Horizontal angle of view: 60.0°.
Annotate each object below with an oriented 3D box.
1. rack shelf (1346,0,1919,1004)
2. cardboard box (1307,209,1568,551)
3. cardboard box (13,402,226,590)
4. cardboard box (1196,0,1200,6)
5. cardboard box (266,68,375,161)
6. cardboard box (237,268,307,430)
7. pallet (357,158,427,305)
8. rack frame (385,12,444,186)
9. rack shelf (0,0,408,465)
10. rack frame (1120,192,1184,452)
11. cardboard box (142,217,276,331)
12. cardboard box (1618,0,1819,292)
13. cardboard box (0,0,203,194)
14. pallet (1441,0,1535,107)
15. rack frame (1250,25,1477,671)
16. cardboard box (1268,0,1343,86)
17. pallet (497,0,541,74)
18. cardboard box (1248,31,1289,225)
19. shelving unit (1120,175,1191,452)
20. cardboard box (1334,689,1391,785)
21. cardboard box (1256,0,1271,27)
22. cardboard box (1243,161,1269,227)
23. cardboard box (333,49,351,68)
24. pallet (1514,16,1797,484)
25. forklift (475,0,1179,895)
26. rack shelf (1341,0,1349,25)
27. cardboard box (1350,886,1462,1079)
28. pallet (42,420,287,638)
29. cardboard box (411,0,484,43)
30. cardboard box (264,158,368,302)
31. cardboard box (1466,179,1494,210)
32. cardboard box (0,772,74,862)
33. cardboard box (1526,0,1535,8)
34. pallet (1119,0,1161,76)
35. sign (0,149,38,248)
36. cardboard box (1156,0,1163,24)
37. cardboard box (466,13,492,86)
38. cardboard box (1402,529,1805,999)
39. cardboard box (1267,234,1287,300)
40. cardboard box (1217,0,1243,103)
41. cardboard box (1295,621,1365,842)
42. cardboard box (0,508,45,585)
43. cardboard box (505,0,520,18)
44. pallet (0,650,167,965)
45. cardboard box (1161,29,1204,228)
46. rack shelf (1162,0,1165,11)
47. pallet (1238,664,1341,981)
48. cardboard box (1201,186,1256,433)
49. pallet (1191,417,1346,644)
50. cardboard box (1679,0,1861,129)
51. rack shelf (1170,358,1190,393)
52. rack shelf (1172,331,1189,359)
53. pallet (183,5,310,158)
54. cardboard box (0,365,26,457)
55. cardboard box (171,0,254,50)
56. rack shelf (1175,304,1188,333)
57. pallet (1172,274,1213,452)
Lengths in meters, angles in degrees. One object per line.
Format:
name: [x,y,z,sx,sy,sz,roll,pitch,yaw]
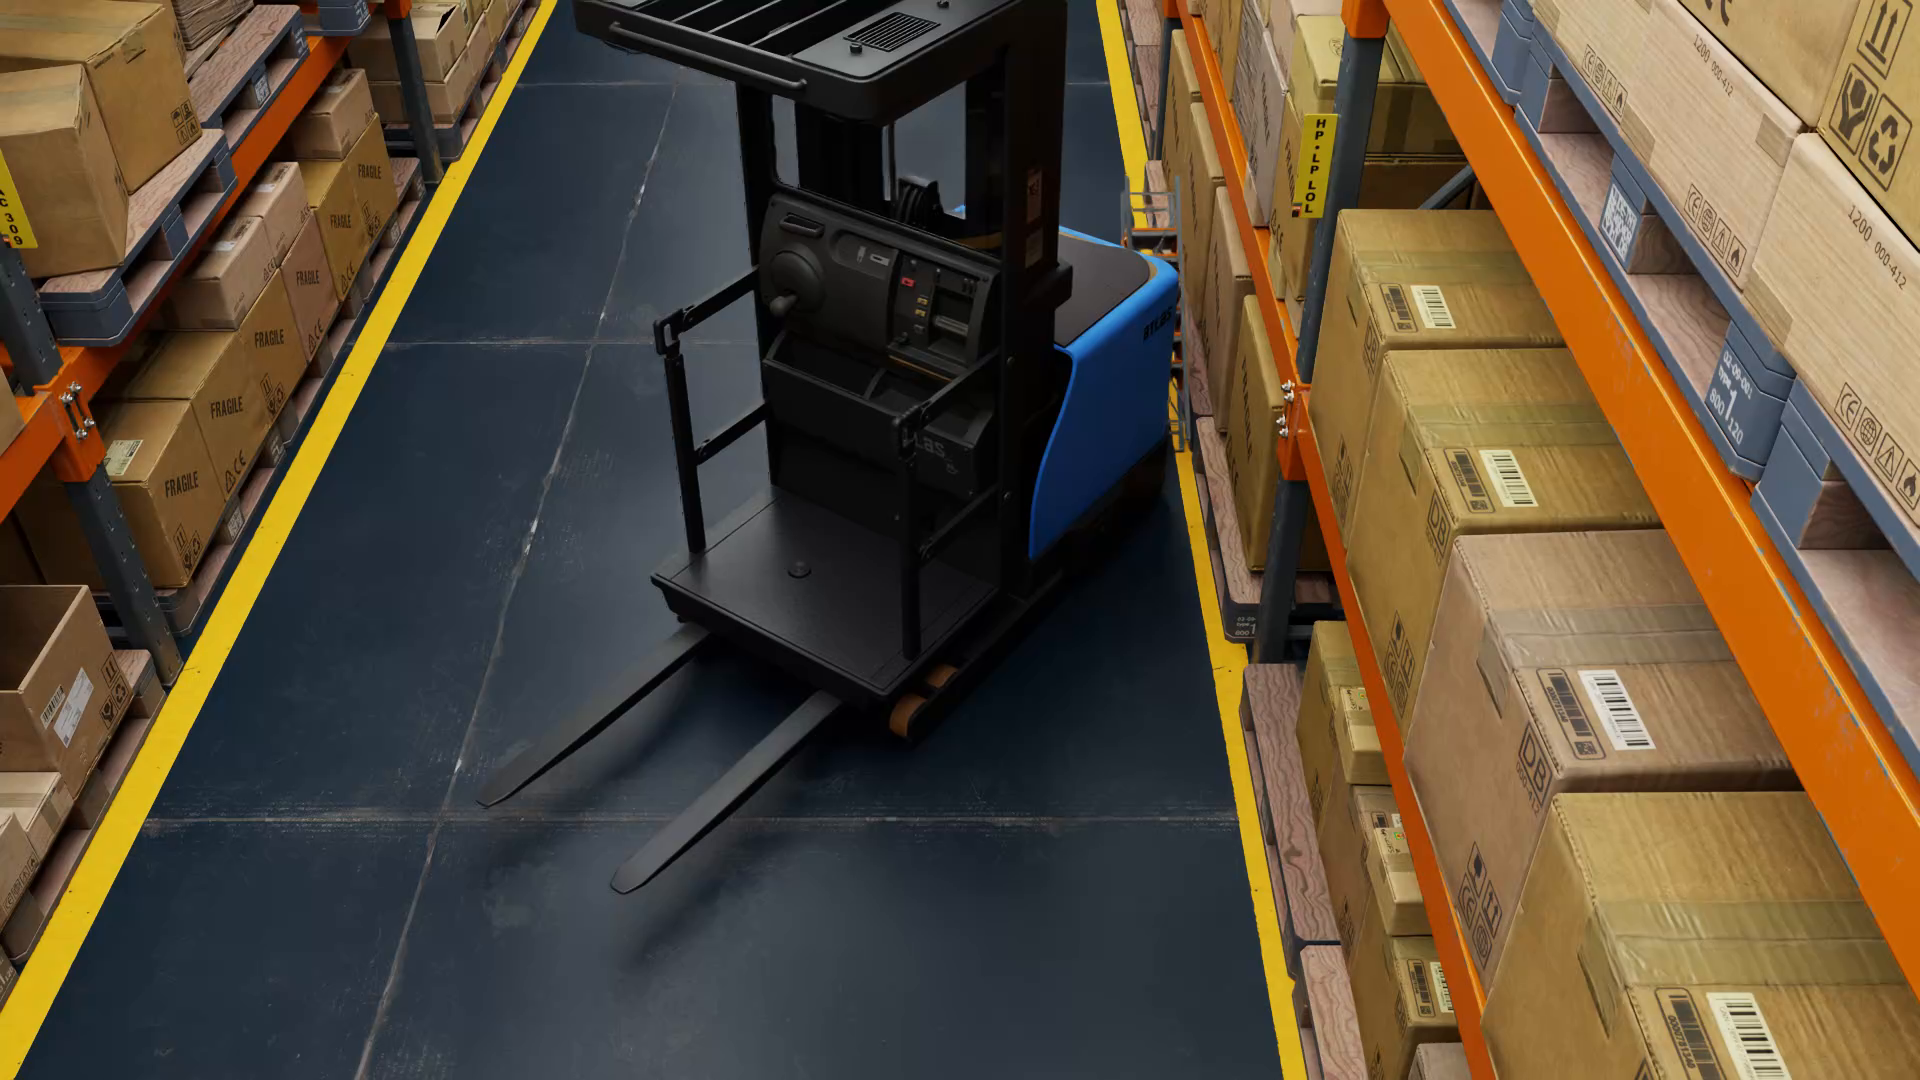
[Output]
rack shelf: [1.580,-0.312,2.917,1.077,0.370,4.000,0,39,0]
cardboard box: [1.562,-0.450,4.673,0.980,0.700,0.700,1,39,1]
cardboard box: [-3.133,-0.166,6.205,0.500,0.500,0.500,-2,39,-2]
cardboard box: [1.309,-2.705,7.393,0.500,0.500,0.500,1,39,1]
cardboard box: [-3.140,-2.037,7.941,0.500,0.250,0.500,1,39,2]
cardboard box: [-3.138,-0.812,7.011,0.500,0.500,0.500,0,39,0]
pallet: [-3.418,-1.613,8.594,1.003,0.211,1.213,0,39,0]
rack frame: [-3.381,-3.168,8.305,1.000,3.000,0.127,0,39,0]
rack shelf: [-3.378,-1.637,6.969,1.077,0.370,4.000,0,39,0]
rack frame: [0.846,-0.972,7.342,0.240,0.006,1.200,-1,78,-1]
cardboard box: [-3.134,-1.084,6.751,0.500,0.250,0.500,0,39,0]
cardboard box: [1.309,-0.595,2.399,0.500,0.250,0.500,-1,39,-1]
cardboard box: [-3.217,-1.596,5.927,0.700,0.500,0.500,6,39,7]
pallet: [1.568,-1.297,3.642,1.003,0.211,1.213,0,39,0]
rack frame: [1.578,-0.673,5.191,1.000,3.000,0.127,0,39,0]
cardboard box: [1.330,-1.740,5.589,0.500,0.250,0.500,1,39,1]
pallet: [-3.341,-3.356,10.769,1.003,0.211,1.213,0,39,0]
cardboard box: [1.315,-1.443,5.818,0.500,0.500,0.500,0,39,0]
shelving unit: [0.848,-0.990,7.252,0.258,0.189,1.200,-1,78,-1]
cardboard box: [1.294,0.568,4.787,0.380,0.149,0.250,1,39,1]
cardboard box: [1.330,-2.059,5.987,0.500,0.250,0.500,1,39,1]
cardboard box: [1.256,-1.279,6.132,0.380,0.149,0.250,0,39,0]
cardboard box: [-3.627,-2.805,9.266,0.500,0.311,0.500,1,39,1]
pallet: [1.567,-0.536,2.692,1.003,0.211,1.213,0,39,0]
forklift: [-0.412,-0.784,5.384,1.130,2.935,3.031,24,45,27]
rack shelf: [1.575,-2.813,6.038,1.077,0.370,4.000,0,39,0]
cardboard box: [1.472,1.242,4.465,0.700,0.500,0.500,1,39,1]
pallet: [-3.415,-0.087,6.690,1.003,0.211,1.213,0,39,0]
cardboard box: [-3.097,-3.134,9.677,0.500,0.311,0.500,-1,39,-1]
cardboard box: [-3.144,-1.456,7.815,0.500,0.500,0.500,-1,39,-2]
cardboard box: [1.829,-1.123,5.419,0.500,0.500,0.500,-1,39,-2]
cardboard box: [-3.031,0.865,5.200,0.380,0.149,0.250,0,39,0]
cardboard box: [1.301,-1.236,3.200,0.500,0.250,0.500,-1,39,-1]
pallet: [1.575,-3.335,10.743,1.003,0.211,1.213,0,39,0]
sign: [-2.833,-1.010,4.919,0.100,0.325,0.005,0,39,0]
cardboard box: [1.607,-3.453,10.308,0.700,0.500,0.500,0,39,0]
cardboard box: [-3.089,-2.901,9.834,0.500,0.250,0.500,-1,39,-1]
cardboard box: [1.568,0.461,3.536,0.980,0.700,0.700,-2,39,-2]
cardboard box: [1.270,-0.951,5.723,0.380,0.149,0.250,1,39,1]
cardboard box: [1.317,-2.069,6.600,0.500,0.500,0.500,1,39,1]
cardboard box: [1.476,0.607,5.257,0.700,0.500,0.500,0,39,1]
cardboard box: [-3.663,-0.171,6.212,0.500,0.500,0.500,0,39,0]
cardboard box: [-3.096,-3.547,10.640,0.500,0.250,0.500,1,39,1]
pallet: [-3.376,0.851,5.519,1.003,0.211,1.213,0,39,0]
cardboard box: [1.443,-2.039,8.279,0.750,0.750,0.750,-1,39,-1]
rack shelf: [1.571,-4.144,10.098,1.077,0.370,4.000,0,39,0]
pallet: [1.500,0.891,5.469,1.003,0.211,1.213,0,39,0]
cardboard box: [1.443,-0.960,6.932,0.750,0.750,0.750,1,39,1]
pallet: [1.501,-0.067,6.665,1.003,0.211,1.213,0,39,0]
cardboard box: [1.310,-0.875,2.150,0.500,0.500,0.500,-2,39,-2]
rack shelf: [0.851,-0.712,7.195,0.258,0.180,0.103,-1,78,-1]
rack shelf: [0.850,-0.829,7.219,0.258,0.180,0.103,-1,78,-1]
pallet: [-3.374,-1.877,6.847,1.003,0.211,1.213,0,39,0]
cardboard box: [-3.119,-0.393,4.762,0.500,0.500,0.500,1,39,1]
cardboard box: [-3.457,-2.405,6.937,0.700,0.500,0.500,7,39,8]
rack shelf: [0.848,-0.947,7.243,0.258,0.180,0.103,-1,78,-1]
pallet: [1.497,-0.832,7.619,1.003,0.211,1.213,0,39,0]
